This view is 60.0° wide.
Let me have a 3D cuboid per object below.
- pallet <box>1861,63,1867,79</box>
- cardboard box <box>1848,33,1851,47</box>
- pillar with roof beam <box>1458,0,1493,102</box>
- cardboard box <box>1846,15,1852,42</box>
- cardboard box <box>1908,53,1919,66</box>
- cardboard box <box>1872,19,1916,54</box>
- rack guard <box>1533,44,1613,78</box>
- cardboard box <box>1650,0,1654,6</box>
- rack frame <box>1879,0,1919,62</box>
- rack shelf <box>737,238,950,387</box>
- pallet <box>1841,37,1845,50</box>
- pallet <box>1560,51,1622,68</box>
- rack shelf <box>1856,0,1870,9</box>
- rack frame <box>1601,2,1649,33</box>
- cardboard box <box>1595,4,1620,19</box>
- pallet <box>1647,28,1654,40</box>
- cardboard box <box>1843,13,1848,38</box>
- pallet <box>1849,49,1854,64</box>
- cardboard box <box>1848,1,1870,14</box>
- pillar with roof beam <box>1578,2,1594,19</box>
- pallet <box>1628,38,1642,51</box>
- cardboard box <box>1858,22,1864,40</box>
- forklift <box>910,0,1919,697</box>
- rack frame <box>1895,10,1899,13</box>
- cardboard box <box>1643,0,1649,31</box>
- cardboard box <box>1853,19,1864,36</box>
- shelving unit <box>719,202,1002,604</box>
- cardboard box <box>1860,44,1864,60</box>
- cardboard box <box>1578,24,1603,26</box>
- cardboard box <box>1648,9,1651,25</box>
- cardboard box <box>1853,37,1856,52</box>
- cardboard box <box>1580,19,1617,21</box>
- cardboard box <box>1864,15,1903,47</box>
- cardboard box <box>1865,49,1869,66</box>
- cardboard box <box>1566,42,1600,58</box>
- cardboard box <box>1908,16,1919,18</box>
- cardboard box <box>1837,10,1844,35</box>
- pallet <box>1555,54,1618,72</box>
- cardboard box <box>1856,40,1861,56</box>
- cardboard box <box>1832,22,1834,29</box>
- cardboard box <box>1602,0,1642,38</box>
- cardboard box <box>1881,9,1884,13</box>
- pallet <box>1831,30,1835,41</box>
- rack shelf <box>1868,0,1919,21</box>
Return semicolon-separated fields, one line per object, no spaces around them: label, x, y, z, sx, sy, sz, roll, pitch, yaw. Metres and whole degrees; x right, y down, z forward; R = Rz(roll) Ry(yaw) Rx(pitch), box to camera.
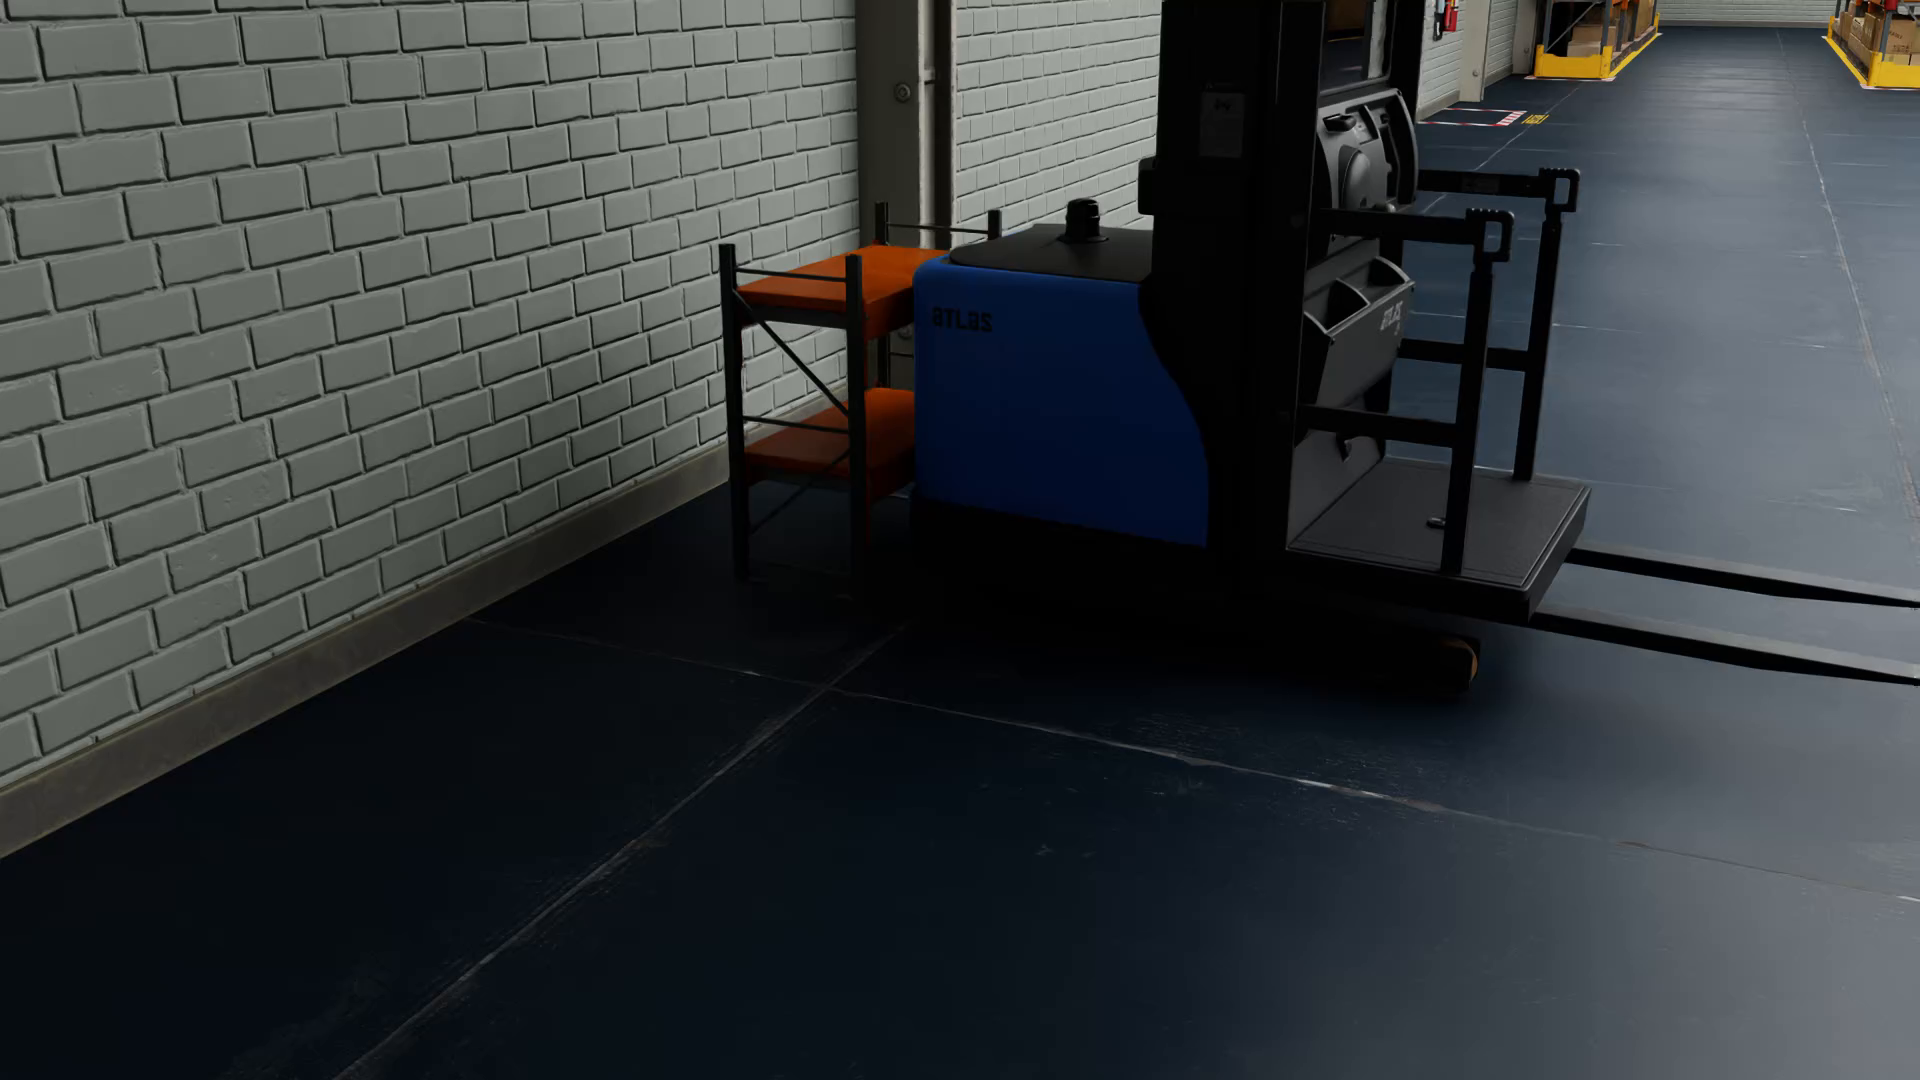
pallet;15.393;-7.691;27.280;1.003;0.211;1.213;9;21;23
cardboard box;17.411;-9.622;32.025;0.500;0.250;0.500;8;21;23
pillar with roof beam;11.064;-9.807;20.114;9.100;9.000;0.400;9;21;23
cardboard box;18.274;-10.345;33.655;0.500;0.500;0.500;8;21;21
cardboard box;15.040;-7.430;25.860;0.500;0.250;0.500;9;21;23
cardboard box;14.565;-7.854;25.935;0.500;0.500;0.500;9;21;23
rack guard;10.127;-7.918;27.487;1.175;0.500;0.348;9;21;23
cardboard box;16.462;-12.919;39.955;0.380;0.149;0.250;9;22;24
rack frame;14.617;-8.394;25.094;1.000;3.000;0.127;9;21;23
rack shelf;-0.304;-0.794;5.649;0.538;0.278;1.000;9;22;24
pallet;19.232;-10.494;35.163;1.003;0.211;1.213;9;21;23
pallet;11.492;-8.771;30.317;1.003;0.211;1.213;9;21;23
rack shelf;17.074;-9.889;30.372;1.077;0.370;4.000;9;21;23
rack frame;15.010;-12.741;37.317;1.000;3.000;0.127;9;21;23
cardboard box;12.628;-10.350;32.550;0.500;0.250;0.500;8;21;22
pallet;15.891;-12.023;39.461;1.003;0.211;1.213;9;21;23
cardboard box;18.902;-10.813;34.970;0.500;0.500;0.500;9;21;23
pallet;17.019;-8.908;30.701;1.003;0.211;1.213;9;21;23
cardboard box;18.701;-11.025;34.447;0.500;0.250;0.500;9;21;23
pillar with roof beam;18.435;-15.309;35.587;9.100;9.000;0.400;9;21;23
pallet;13.764;-10.435;34.995;1.003;0.211;1.213;9;21;23
cardboard box;16.367;-9.106;29.738;0.500;0.311;0.500;9;22;24
forklift;1.378;-1.140;4.801;3.031;2.935;1.130;10;22;27
rack frame;16.255;-9.617;28.533;1.000;3.000;0.127;9;21;23
cardboard box;14.863;-11.709;36.998;0.750;0.750;0.750;9;21;23
cardboard box;16.992;-9.569;31.038;0.500;0.311;0.500;8;21;21
shelving unit;-0.304;-0.518;5.747;0.538;1.125;1.048;9;22;24
cardboard box;15.579;-8.267;28.214;0.500;0.250;0.500;9;21;23
cardboard box;11.346;-9.002;29.878;0.500;0.500;0.500;7;21;19
cardboard box;16.043;-12.449;39.601;0.700;0.500;0.500;8;21;21
cardboard box;16.788;-9.152;30.702;0.500;0.250;0.500;9;21;24
cardboard box;12.186;-9.717;31.889;0.700;0.500;0.500;8;21;22
cardboard box;15.370;-8.468;27.660;0.500;0.500;0.500;9;21;23
cardboard box;14.964;-7.808;26.925;0.500;0.250;0.500;9;21;23
cardboard box;10.462;-8.212;27.939;0.500;0.311;0.500;6;20;17
cardboard box;15.656;-8.241;27.023;0.500;0.500;0.500;9;21;23
cardboard box;19.506;-11.305;36.354;0.500;0.500;0.500;9;21;23
pallet;10.993;-8.397;29.265;1.003;0.211;1.213;9;21;23
cardboard box;16.160;-8.685;29.391;0.500;0.250;0.500;8;21;22
cardboard box;20.582;-12.000;38.806;0.380;0.166;0.250;9;21;23
cardboard box;13.793;-10.910;34.750;0.750;0.750;0.750;8;21;22
cardboard box;20.296;-11.668;37.371;0.797;0.503;0.637;9;21;23
pallet;20.812;-11.704;38.564;1.003;0.211;1.213;9;21;23
rack shelf;15.436;-8.666;26.934;1.077;0.370;4.000;9;21;23
